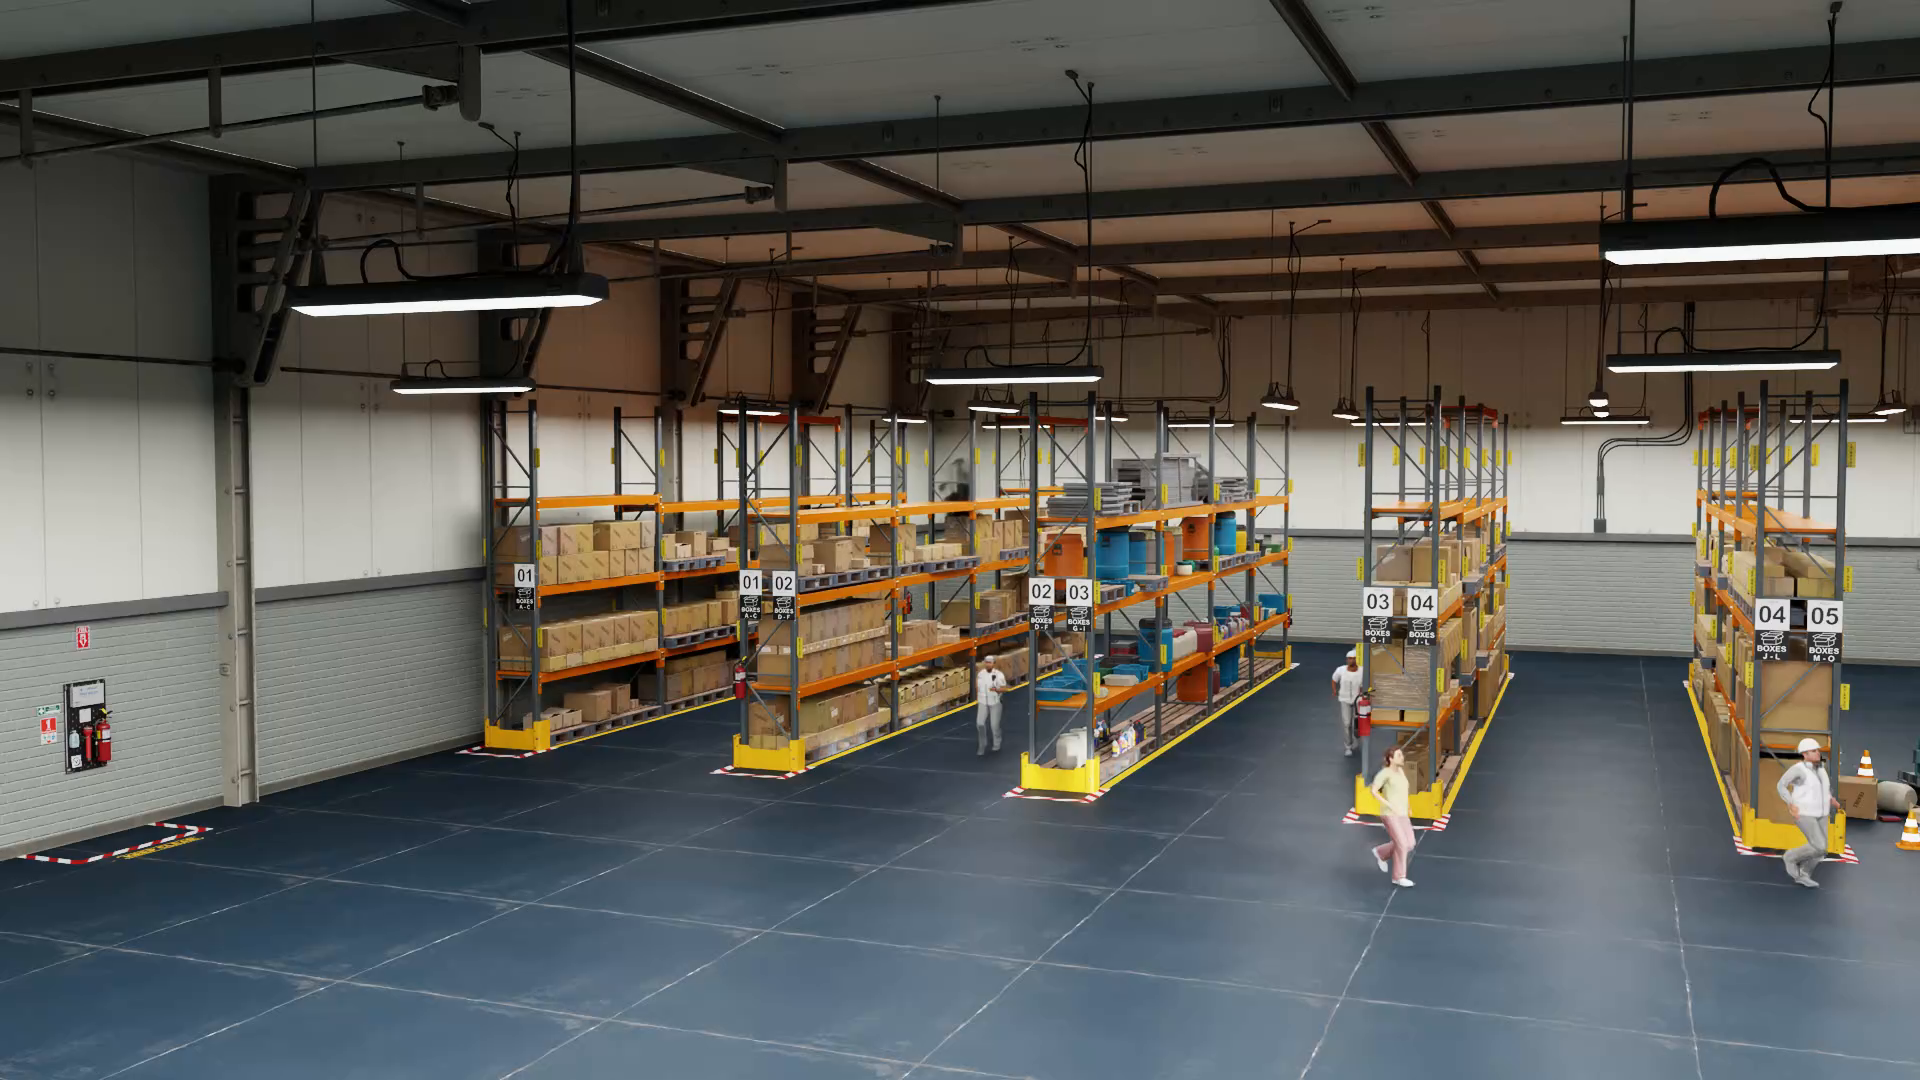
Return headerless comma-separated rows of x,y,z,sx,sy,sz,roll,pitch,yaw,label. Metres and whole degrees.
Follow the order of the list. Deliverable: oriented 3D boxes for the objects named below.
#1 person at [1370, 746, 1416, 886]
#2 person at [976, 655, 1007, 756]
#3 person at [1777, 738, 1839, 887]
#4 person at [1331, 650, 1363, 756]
5.059,3.236,19.541,0.605,1.614,0.600,-2,4,-40,person
0.501,2.800,28.043,0.576,1.717,0.694,1,3,16,person
9.919,3.181,19.343,0.660,1.730,0.570,-1,3,-23,person
6.618,2.733,28.058,0.722,1.757,0.835,1,3,15,person
